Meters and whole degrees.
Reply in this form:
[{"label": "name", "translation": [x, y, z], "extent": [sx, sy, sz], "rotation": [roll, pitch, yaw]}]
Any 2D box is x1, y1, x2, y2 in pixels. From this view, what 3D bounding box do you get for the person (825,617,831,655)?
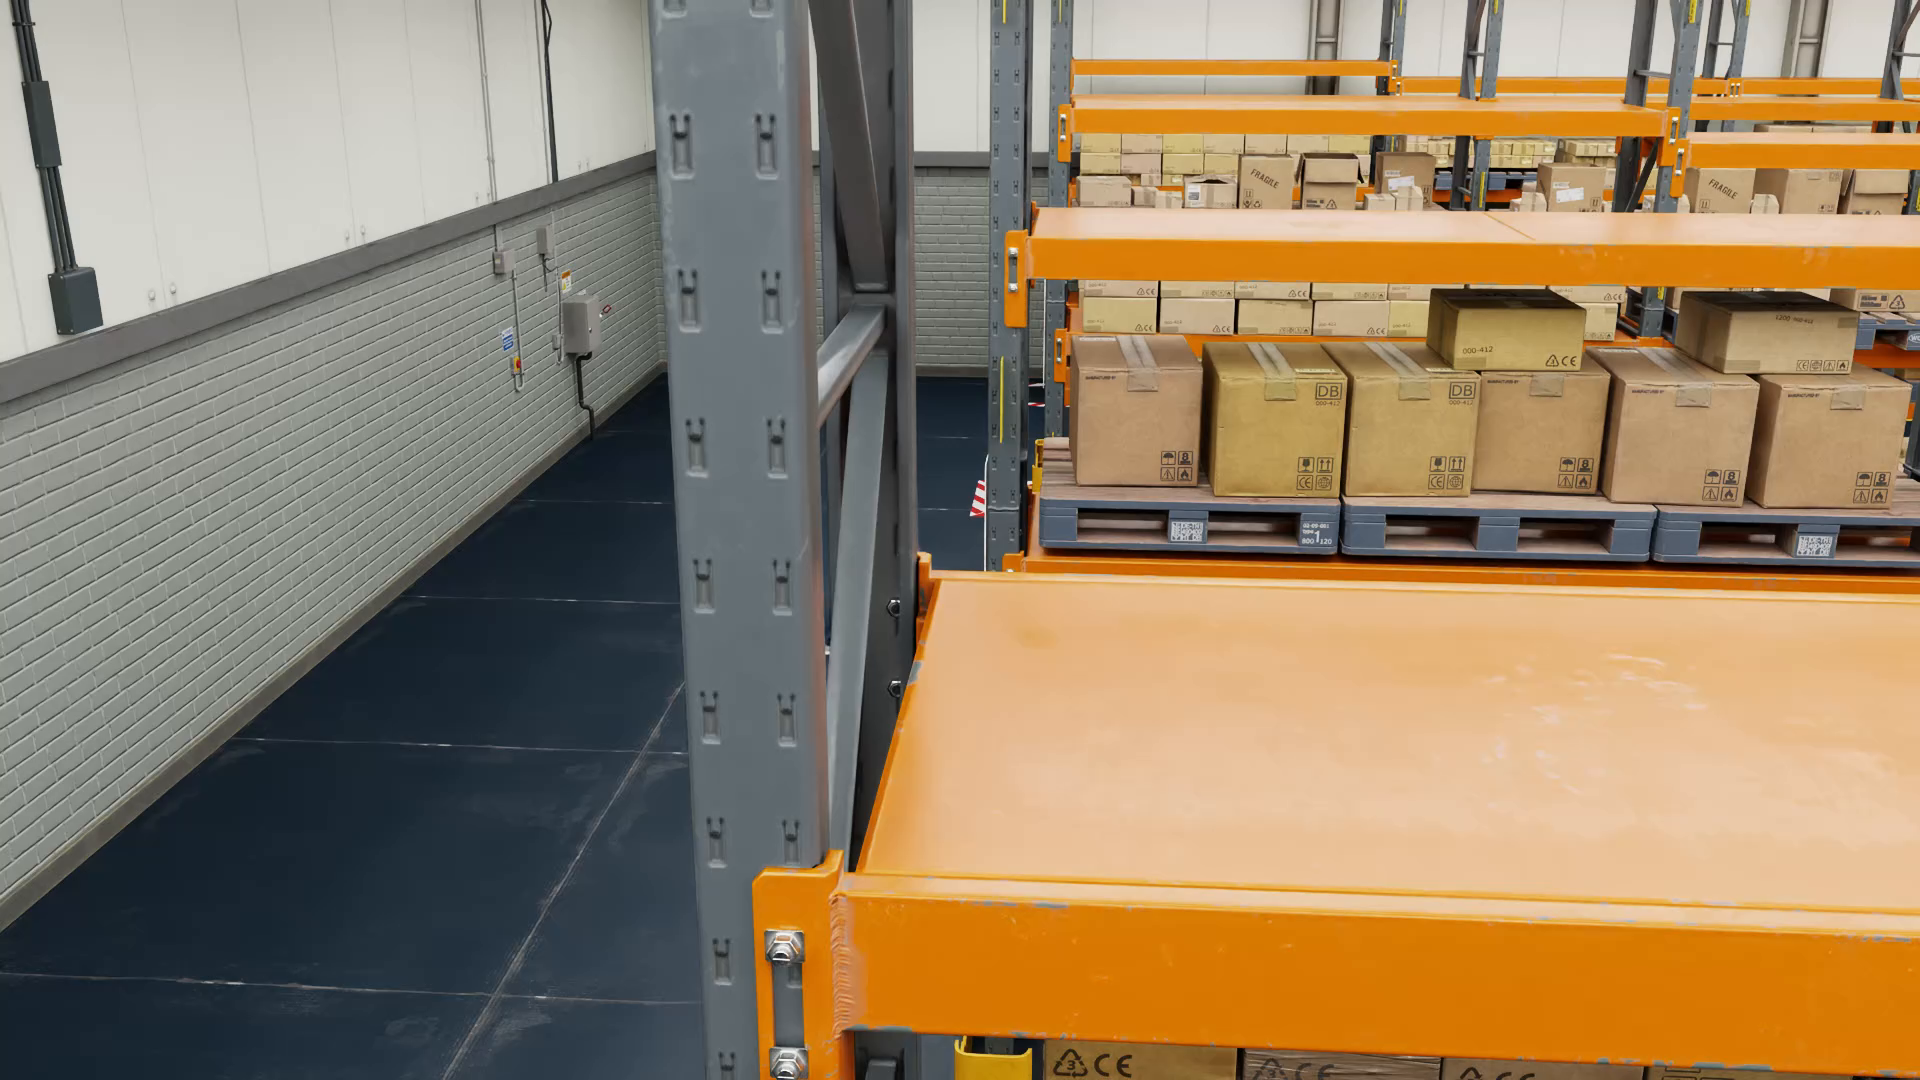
[{"label": "person", "translation": [-0.808, 0.148, 13.080], "extent": [0.836, 1.564, 0.481], "rotation": [-10, 20, -29]}]
